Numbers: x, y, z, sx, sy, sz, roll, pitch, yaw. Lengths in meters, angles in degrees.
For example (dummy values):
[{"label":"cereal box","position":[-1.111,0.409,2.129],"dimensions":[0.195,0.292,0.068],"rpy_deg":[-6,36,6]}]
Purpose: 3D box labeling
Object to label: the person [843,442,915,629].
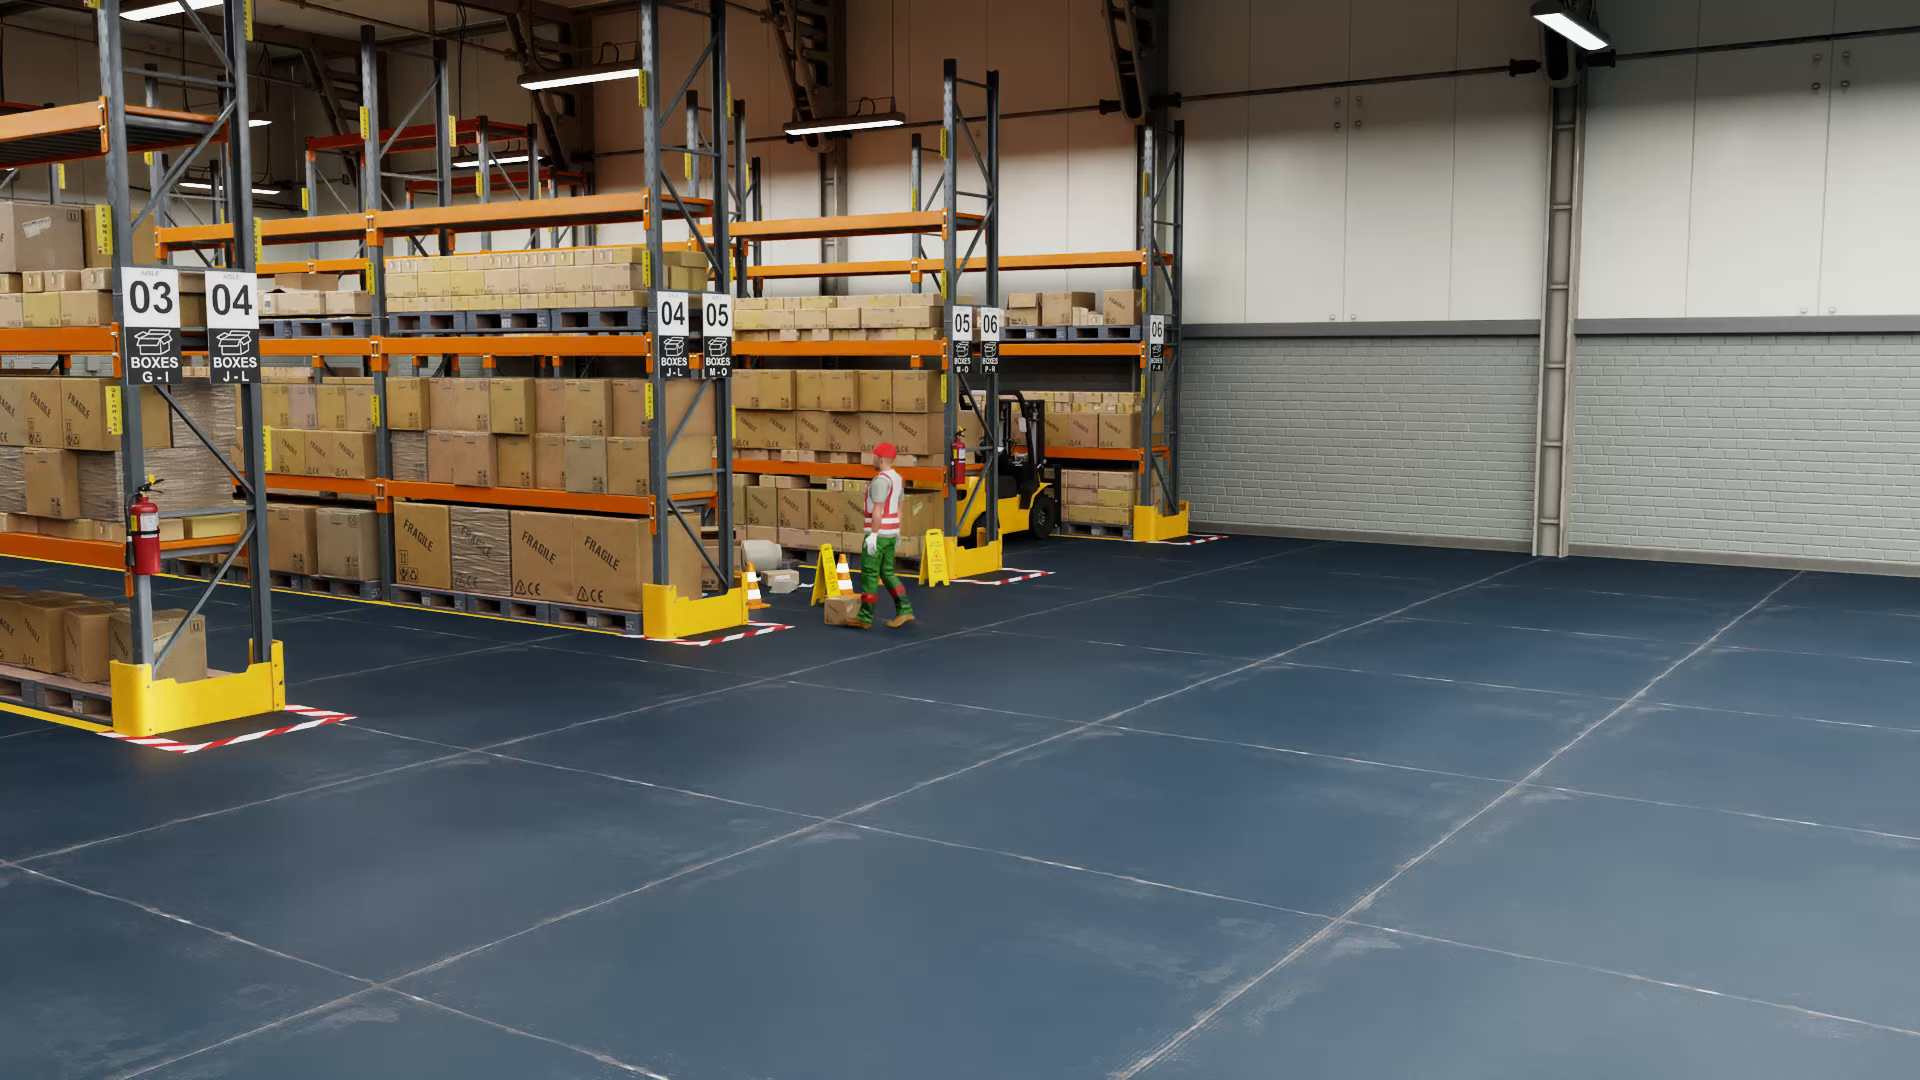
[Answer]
[{"label":"person","position":[-0.799,-0.043,15.969],"dimensions":[0.659,1.791,0.584],"rpy_deg":[2,7,19]}]
